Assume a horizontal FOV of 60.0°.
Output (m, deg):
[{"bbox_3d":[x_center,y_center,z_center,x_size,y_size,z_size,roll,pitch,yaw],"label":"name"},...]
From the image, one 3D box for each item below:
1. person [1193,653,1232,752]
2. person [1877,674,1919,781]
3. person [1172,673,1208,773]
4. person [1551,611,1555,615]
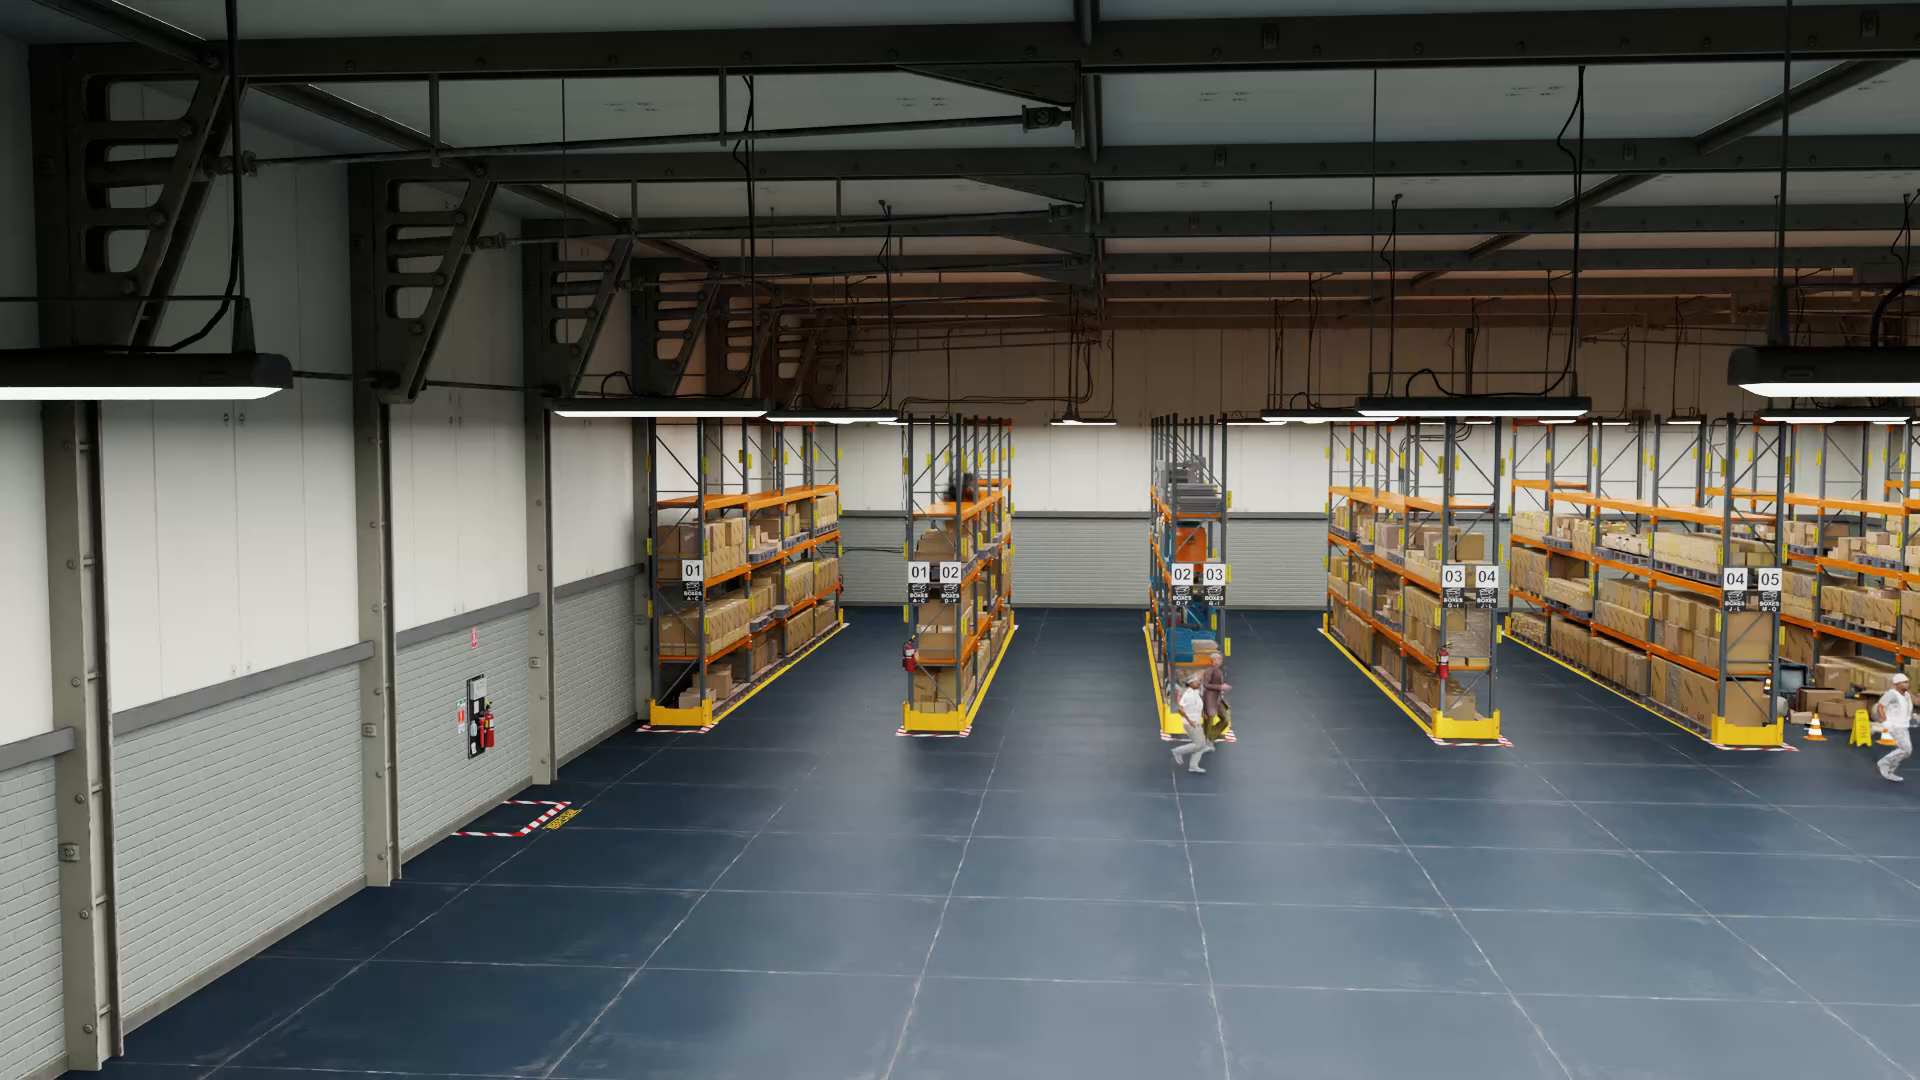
[{"bbox_3d":[4.529,2.874,29.457,0.741,1.763,0.701,3,5,36],"label":"person"},{"bbox_3d":[15.235,3.033,26.924,0.690,1.744,0.581,-3,5,-40],"label":"person"},{"bbox_3d":[3.838,3.034,27.666,0.575,1.654,0.591,2,4,25],"label":"person"},{"bbox_3d":[16.762,1.743,47.175,0.701,1.609,0.561,-3,5,-34],"label":"person"}]
